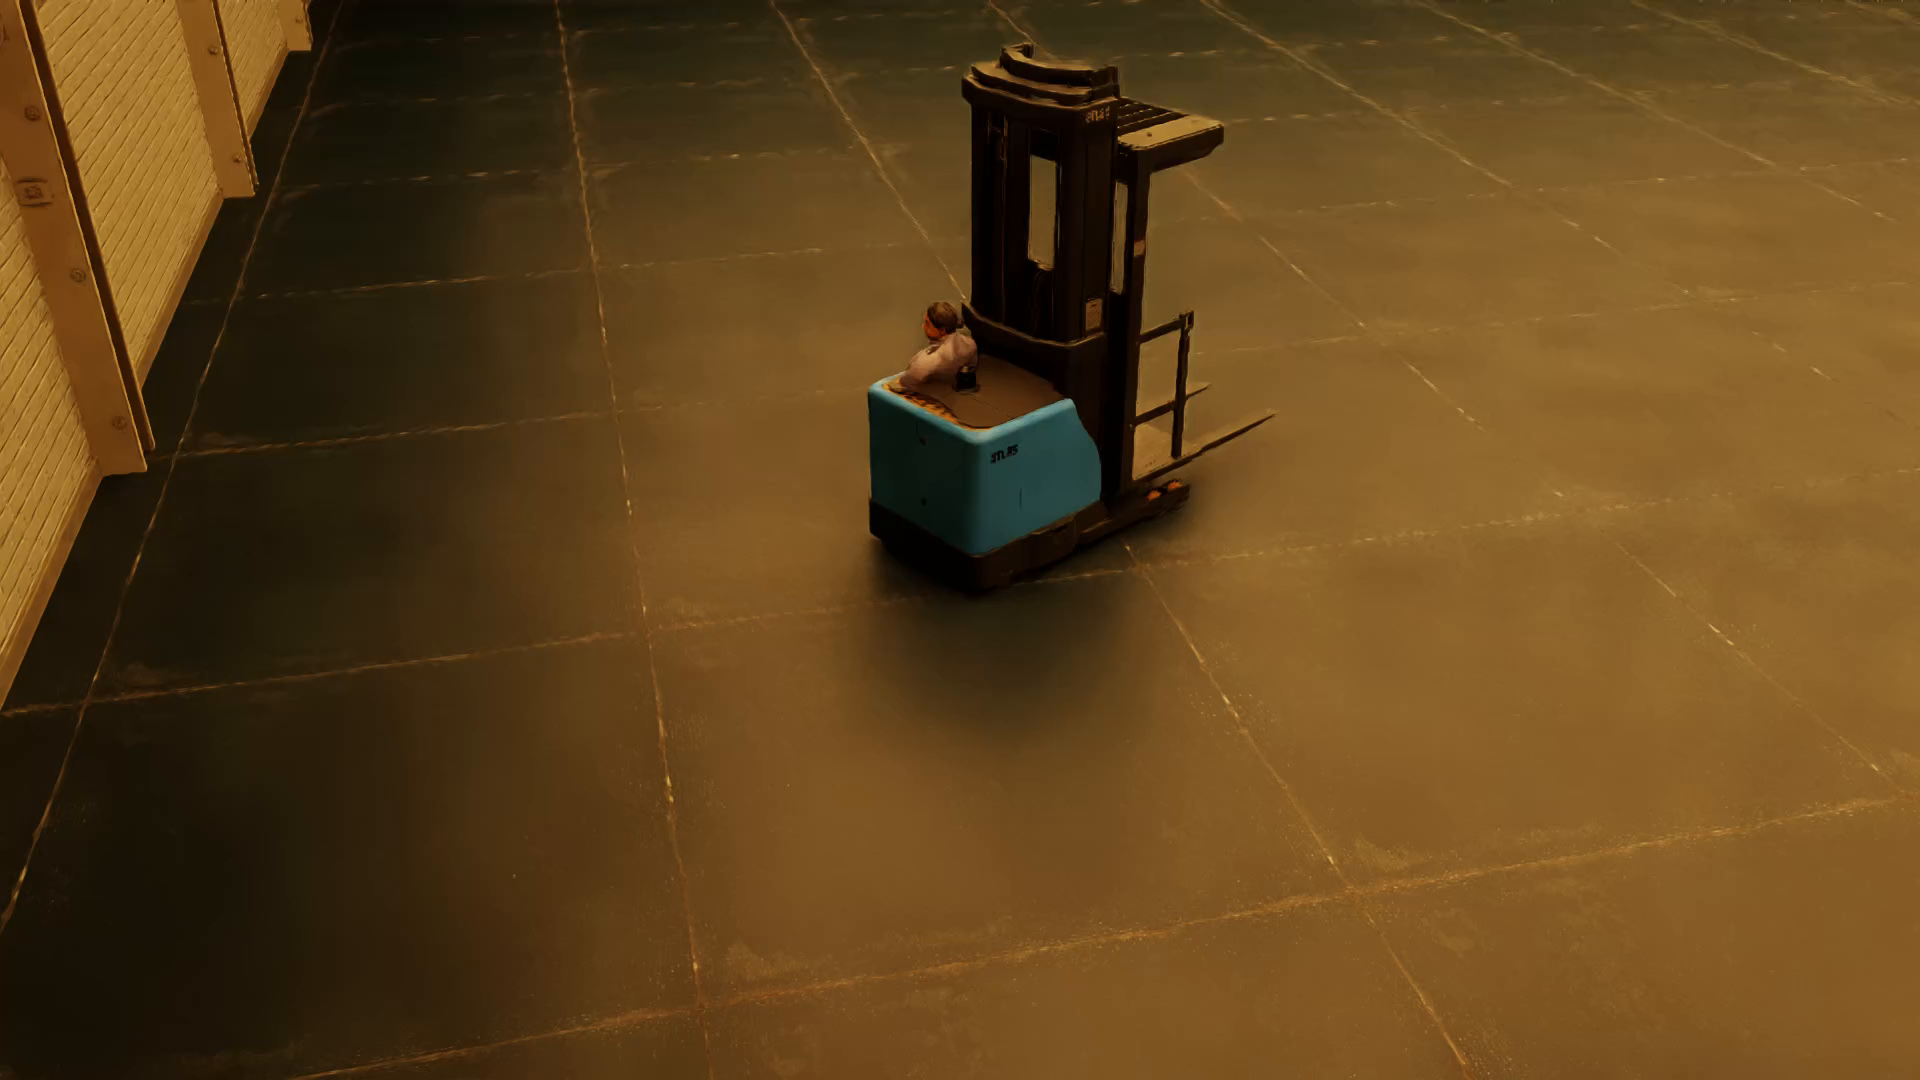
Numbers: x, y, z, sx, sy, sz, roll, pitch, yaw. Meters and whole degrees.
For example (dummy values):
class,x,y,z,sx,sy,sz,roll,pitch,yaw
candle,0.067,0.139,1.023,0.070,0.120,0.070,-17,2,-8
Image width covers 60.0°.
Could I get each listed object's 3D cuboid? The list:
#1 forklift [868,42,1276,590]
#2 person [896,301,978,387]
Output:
class,x,y,z,sx,sy,sz,roll,pitch,yaw
forklift,0.864,-1.591,10.323,3.031,2.935,1.130,-24,38,-35
person,-0.150,-0.775,10.247,0.698,1.573,0.623,17,34,27
